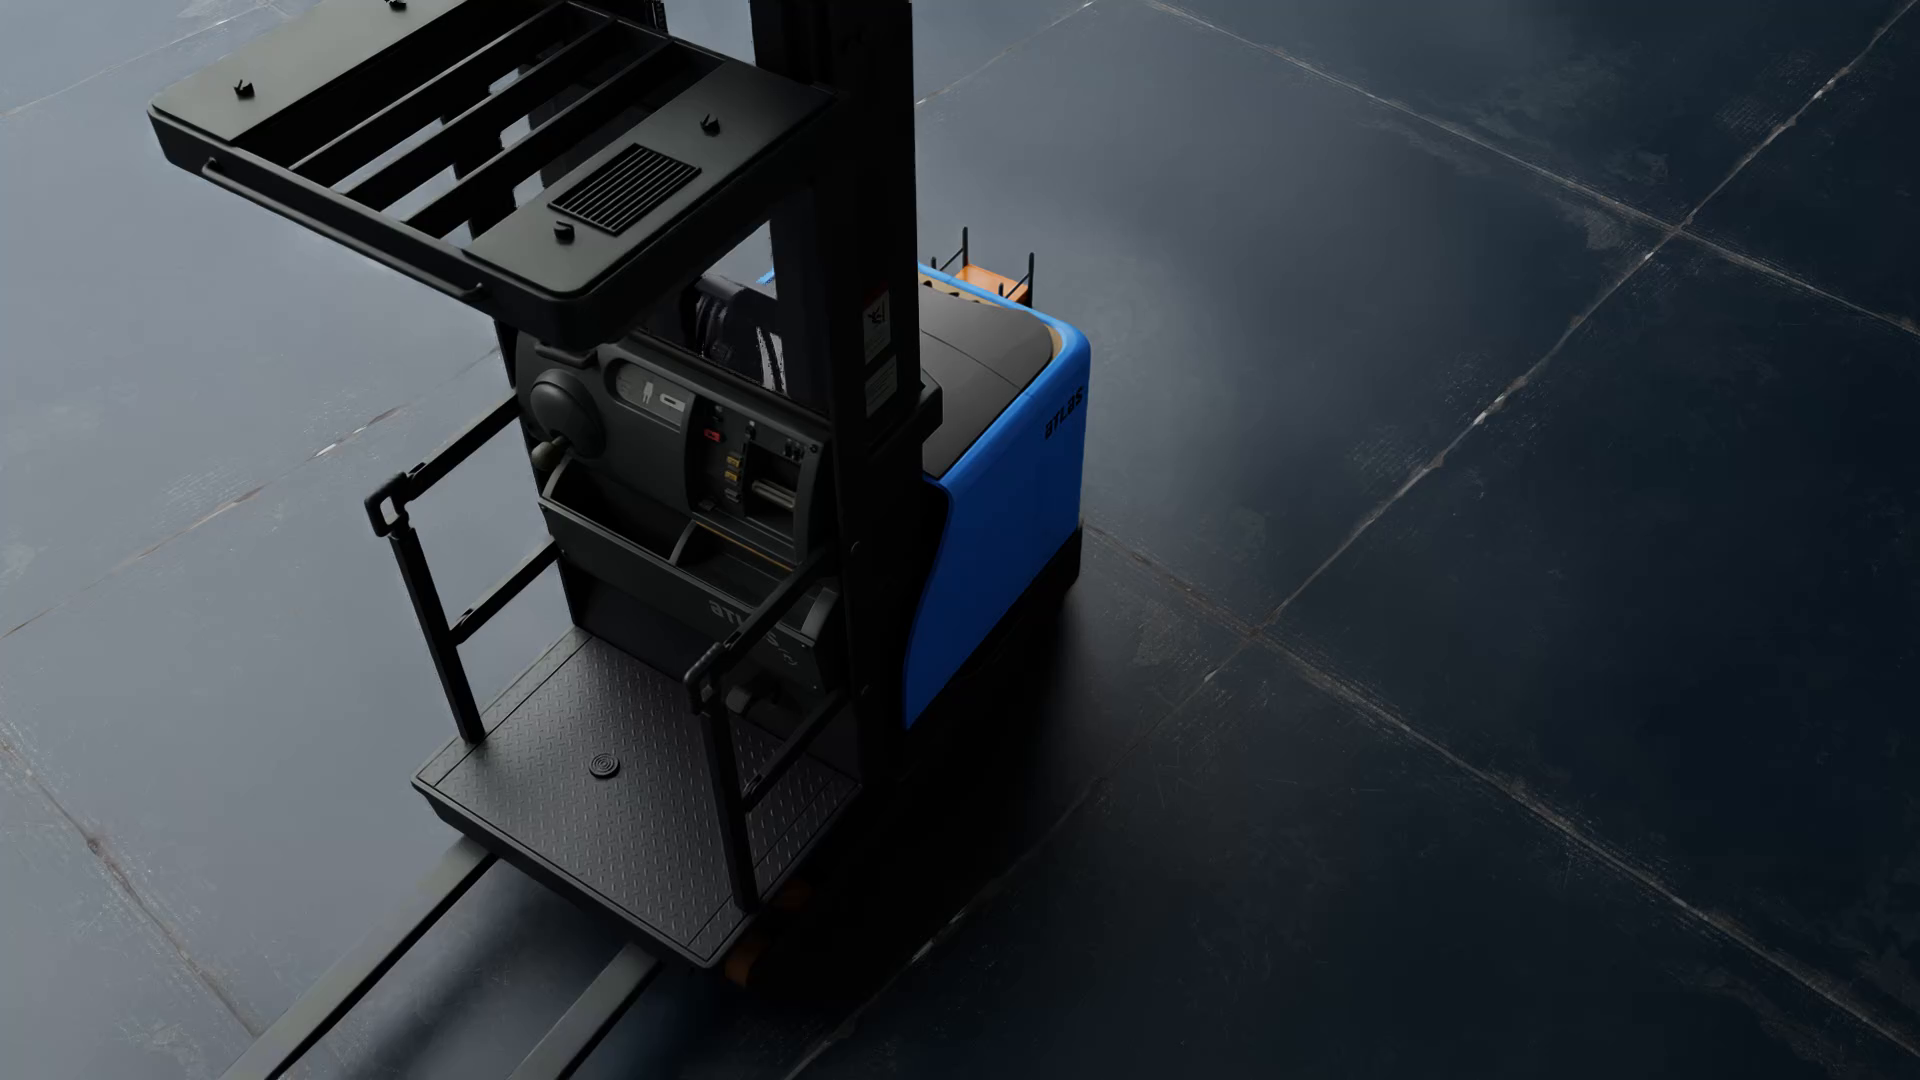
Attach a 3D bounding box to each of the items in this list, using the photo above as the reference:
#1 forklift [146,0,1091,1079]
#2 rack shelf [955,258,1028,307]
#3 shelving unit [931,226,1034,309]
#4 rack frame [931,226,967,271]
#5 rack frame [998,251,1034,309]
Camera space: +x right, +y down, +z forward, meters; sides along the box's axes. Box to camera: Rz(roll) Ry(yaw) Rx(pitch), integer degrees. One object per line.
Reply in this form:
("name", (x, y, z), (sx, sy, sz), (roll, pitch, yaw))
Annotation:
("forklift", (-0.829, -0.168, 3.897), (1.130, 2.935, 3.031), (26, 52, 22))
("rack shelf", (0.070, -0.706, 5.318), (0.240, 0.259, 0.215), (25, 52, 22))
("shelving unit", (0.070, -0.519, 5.517), (0.252, 1.050, 0.215), (25, 52, 22))
("rack frame", (-0.033, -0.567, 5.562), (0.008, 1.050, 0.200), (25, 52, 22))
("rack frame", (0.173, -0.472, 5.473), (0.008, 1.050, 0.200), (25, 52, 22))
